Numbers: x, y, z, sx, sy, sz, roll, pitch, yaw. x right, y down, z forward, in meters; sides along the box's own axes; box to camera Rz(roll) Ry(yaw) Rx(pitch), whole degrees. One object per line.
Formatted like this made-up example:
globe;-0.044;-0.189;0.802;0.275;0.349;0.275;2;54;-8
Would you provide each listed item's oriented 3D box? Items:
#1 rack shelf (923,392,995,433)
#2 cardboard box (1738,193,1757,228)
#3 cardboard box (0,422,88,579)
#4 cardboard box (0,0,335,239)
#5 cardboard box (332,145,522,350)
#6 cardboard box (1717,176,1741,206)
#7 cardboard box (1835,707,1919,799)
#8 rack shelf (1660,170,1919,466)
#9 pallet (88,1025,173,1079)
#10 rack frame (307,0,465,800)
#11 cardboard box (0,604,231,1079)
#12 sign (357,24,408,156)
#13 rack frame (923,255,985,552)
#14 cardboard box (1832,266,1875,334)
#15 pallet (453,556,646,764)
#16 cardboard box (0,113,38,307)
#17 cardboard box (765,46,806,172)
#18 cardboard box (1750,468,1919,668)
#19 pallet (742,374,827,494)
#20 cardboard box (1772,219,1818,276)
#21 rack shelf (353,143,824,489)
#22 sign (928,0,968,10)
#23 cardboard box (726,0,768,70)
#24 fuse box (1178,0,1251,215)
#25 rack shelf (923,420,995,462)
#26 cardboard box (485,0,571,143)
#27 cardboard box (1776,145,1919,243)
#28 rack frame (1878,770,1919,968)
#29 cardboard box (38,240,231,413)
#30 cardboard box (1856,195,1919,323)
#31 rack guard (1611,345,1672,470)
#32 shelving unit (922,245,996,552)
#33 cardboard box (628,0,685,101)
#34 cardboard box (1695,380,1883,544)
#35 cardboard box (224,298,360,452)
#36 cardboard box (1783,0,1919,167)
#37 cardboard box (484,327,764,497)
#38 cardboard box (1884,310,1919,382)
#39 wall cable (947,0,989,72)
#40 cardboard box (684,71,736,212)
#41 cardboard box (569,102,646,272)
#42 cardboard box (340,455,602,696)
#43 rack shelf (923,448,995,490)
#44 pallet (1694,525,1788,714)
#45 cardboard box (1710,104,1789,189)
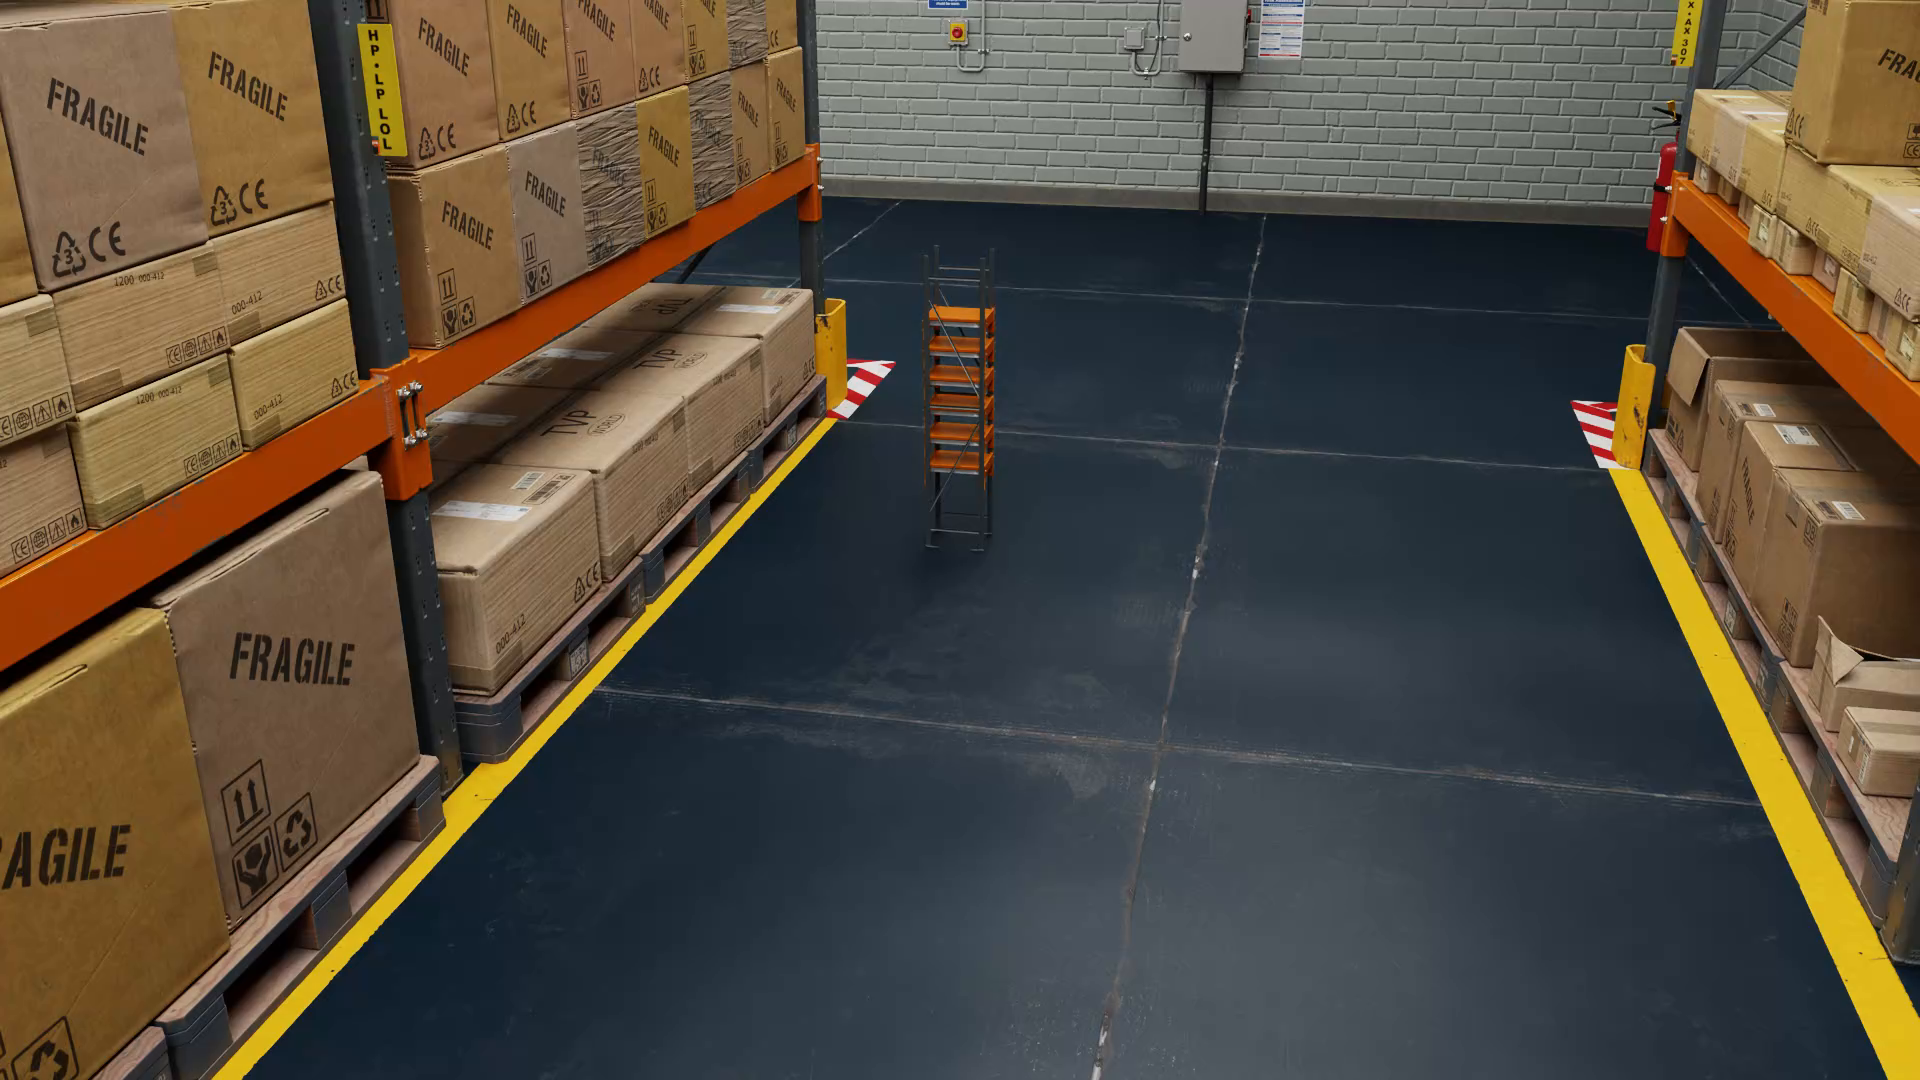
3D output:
rack shelf;-0.003;-0.510;6.633;0.258;0.103;0.180;4;22;11
cardboard box;3.196;-1.268;6.324;0.380;0.149;0.250;5;23;13
cardboard box;-2.078;-0.059;3.186;0.500;0.250;0.500;4;22;9
cardboard box;-1.852;-1.009;3.871;0.500;0.500;0.500;5;23;13
cardboard box;-1.655;-0.879;4.888;0.500;0.500;0.500;5;23;13
cardboard box;3.327;-1.455;6.787;0.380;0.149;0.250;5;22;12
cardboard box;2.679;0.597;4.610;0.380;0.149;0.250;4;22;9
rack shelf;3.261;-0.702;5.544;1.077;0.370;4.000;4;22;11
pallet;-2.337;1.348;3.225;1.003;0.211;1.213;4;22;11
rack frame;-2.007;-0.681;4.530;1.000;3.000;0.127;4;22;11
cardboard box;-2.232;0.673;3.449;0.875;0.875;0.875;5;22;12
sign;-1.474;-1.144;4.235;0.100;0.325;0.005;4;22;11
rack frame;-0.022;-0.518;6.533;0.240;1.200;0.006;4;22;11
cardboard box;2.837;-0.707;4.930;0.380;0.149;0.250;4;22;10
pallet;-1.775;0.340;5.727;1.003;0.211;1.213;4;22;11
cardboard box;-2.073;-0.635;2.943;0.500;0.500;0.500;5;23;13
cardboard box;-1.030;-1.994;7.656;0.500;0.500;0.500;5;22;11
cardboard box;3.027;0.103;5.366;0.700;0.500;0.500;4;22;9
pallet;-1.277;-0.552;7.942;1.003;0.211;1.213;4;22;11
cardboard box;2.988;-0.986;5.623;0.380;0.149;0.250;5;22;12
rack shelf;-1.599;-1.079;6.481;1.077;0.370;4.000;4;22;11
sign;-0.098;-4.360;13.301;0.327;0.218;0.001;4;22;11
cardboard box;-1.134;-2.267;6.994;0.500;0.500;0.500;5;22;11
fuse box;1.964;-3.397;12.998;0.539;1.711;0.414;4;22;11
rack shelf;-0.003;-0.399;6.678;0.258;0.103;0.180;4;22;11
cardboard box;-1.563;-1.531;5.169;0.500;0.500;0.500;4;22;10
cardboard box;3.027;-1.131;5.450;0.500;0.250;0.500;4;22;10
rack frame;2.853;-0.304;3.594;1.000;3.000;0.127;4;22;11
cardboard box;-1.954;-0.480;3.563;0.500;0.250;0.500;5;22;12
cardboard box;2.806;-0.762;4.533;0.500;0.250;0.500;5;22;11
rack guard;3.654;-0.580;7.624;1.175;0.500;0.348;4;22;11
shelving unit;-0.003;-0.551;6.616;0.258;1.200;0.189;4;22;11
cardboard box;-1.342;-1.902;6.089;0.500;0.500;0.500;4;22;11
cardboard box;3.239;-0.276;6.308;0.700;0.500;0.500;5;23;13
cardboard box;-1.852;-0.428;4.103;0.500;0.250;0.500;4;22;10
cardboard box;3.007;-1.489;5.335;0.500;0.500;0.500;5;22;12
cardboard box;-1.406;-0.566;7.112;0.875;0.438;0.875;5;22;12
cardboard box;2.732;-0.517;4.459;0.380;0.149;0.250;5;22;12
wall cable;-0.063;-4.694;13.092;0.585;1.953;0.123;4;22;11
cardboard box;-1.242;-1.623;6.734;0.500;0.500;0.500;5;22;12
cardboard box;-1.440;-1.244;5.795;0.500;0.500;0.500;5;22;11
cardboard box;-1.774;0.091;5.480;0.875;0.438;0.875;4;22;10
rack shelf;-0.003;-0.287;6.723;0.258;0.103;0.180;4;22;11
pallet;3.241;0.291;5.850;1.003;0.211;1.213;4;22;11
cardboard box;3.210;-1.506;6.380;0.500;0.250;0.500;5;22;11
